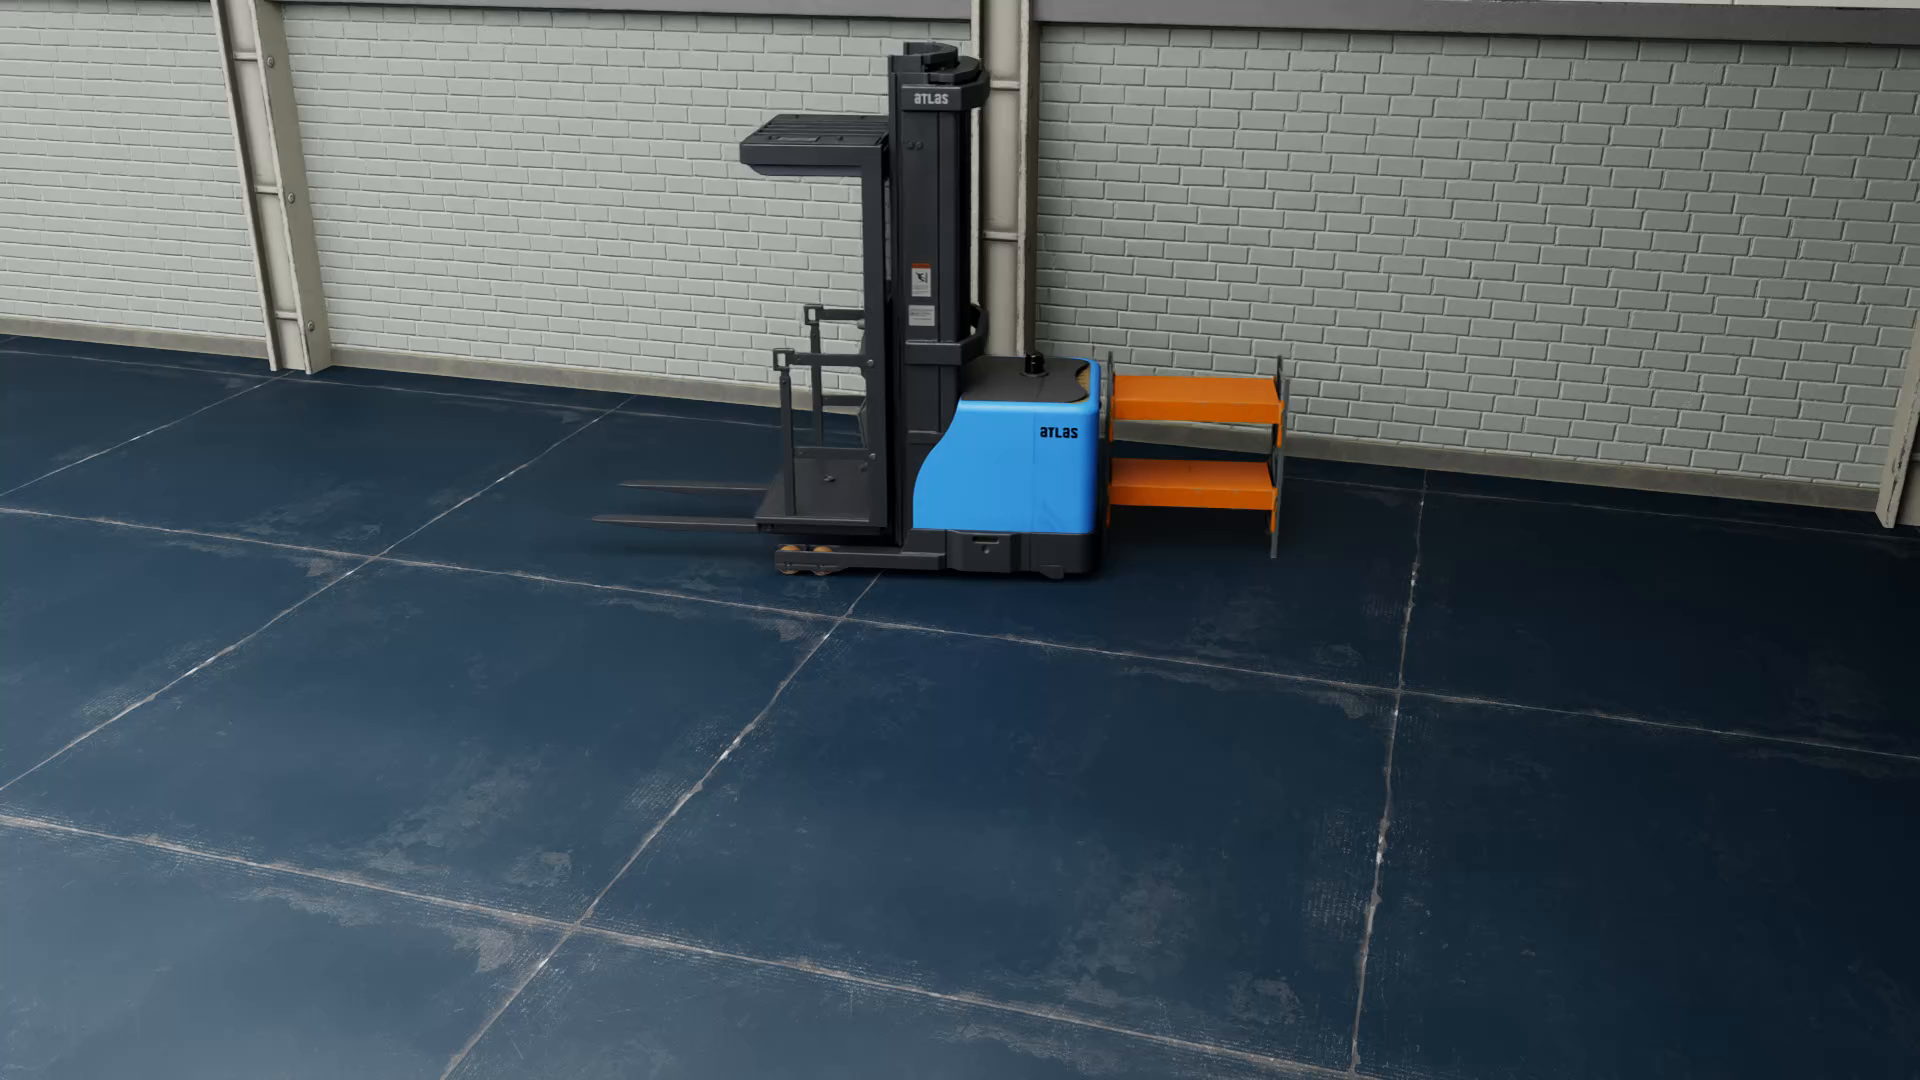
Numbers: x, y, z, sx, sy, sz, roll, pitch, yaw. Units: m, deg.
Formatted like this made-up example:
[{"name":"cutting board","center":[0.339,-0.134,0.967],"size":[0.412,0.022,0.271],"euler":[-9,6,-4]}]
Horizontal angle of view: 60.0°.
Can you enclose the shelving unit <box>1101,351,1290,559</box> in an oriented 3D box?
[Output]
[{"name":"shelving unit","center":[1.400,-0.516,10.046],"size":[1.048,1.125,0.538],"euler":[2,22,5]}]

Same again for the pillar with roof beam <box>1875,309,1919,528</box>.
[{"name":"pillar with roof beam","center":[4.807,-2.714,5.029],"size":[0.400,9.000,9.100],"euler":[7,23,16]}]

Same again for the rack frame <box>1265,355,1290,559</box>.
[{"name":"rack frame","center":[1.906,-0.499,10.003],"size":[0.032,1.125,0.500],"euler":[2,22,5]}]

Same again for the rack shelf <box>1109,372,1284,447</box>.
[{"name":"rack shelf","center":[1.400,-0.787,9.935],"size":[1.000,0.278,0.538],"euler":[2,22,5]}]

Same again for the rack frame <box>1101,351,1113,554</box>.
[{"name":"rack frame","center":[0.894,-0.533,10.088],"size":[0.032,1.125,0.500],"euler":[2,22,5]}]

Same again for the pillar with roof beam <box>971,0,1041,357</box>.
[{"name":"pillar with roof beam","center":[-0.937,-3.372,6.632],"size":[0.400,9.000,9.100],"euler":[7,23,16]}]

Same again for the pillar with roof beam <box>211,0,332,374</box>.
[{"name":"pillar with roof beam","center":[-6.681,-4.029,8.236],"size":[0.400,9.000,9.100],"euler":[7,23,16]}]

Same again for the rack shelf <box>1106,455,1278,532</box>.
[{"name":"rack shelf","center":[1.400,-0.290,10.138],"size":[1.000,0.278,0.538],"euler":[2,22,5]}]

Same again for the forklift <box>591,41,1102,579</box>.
[{"name":"forklift","center":[-0.676,-1.345,9.686],"size":[3.031,2.935,1.130],"euler":[2,22,5]}]
